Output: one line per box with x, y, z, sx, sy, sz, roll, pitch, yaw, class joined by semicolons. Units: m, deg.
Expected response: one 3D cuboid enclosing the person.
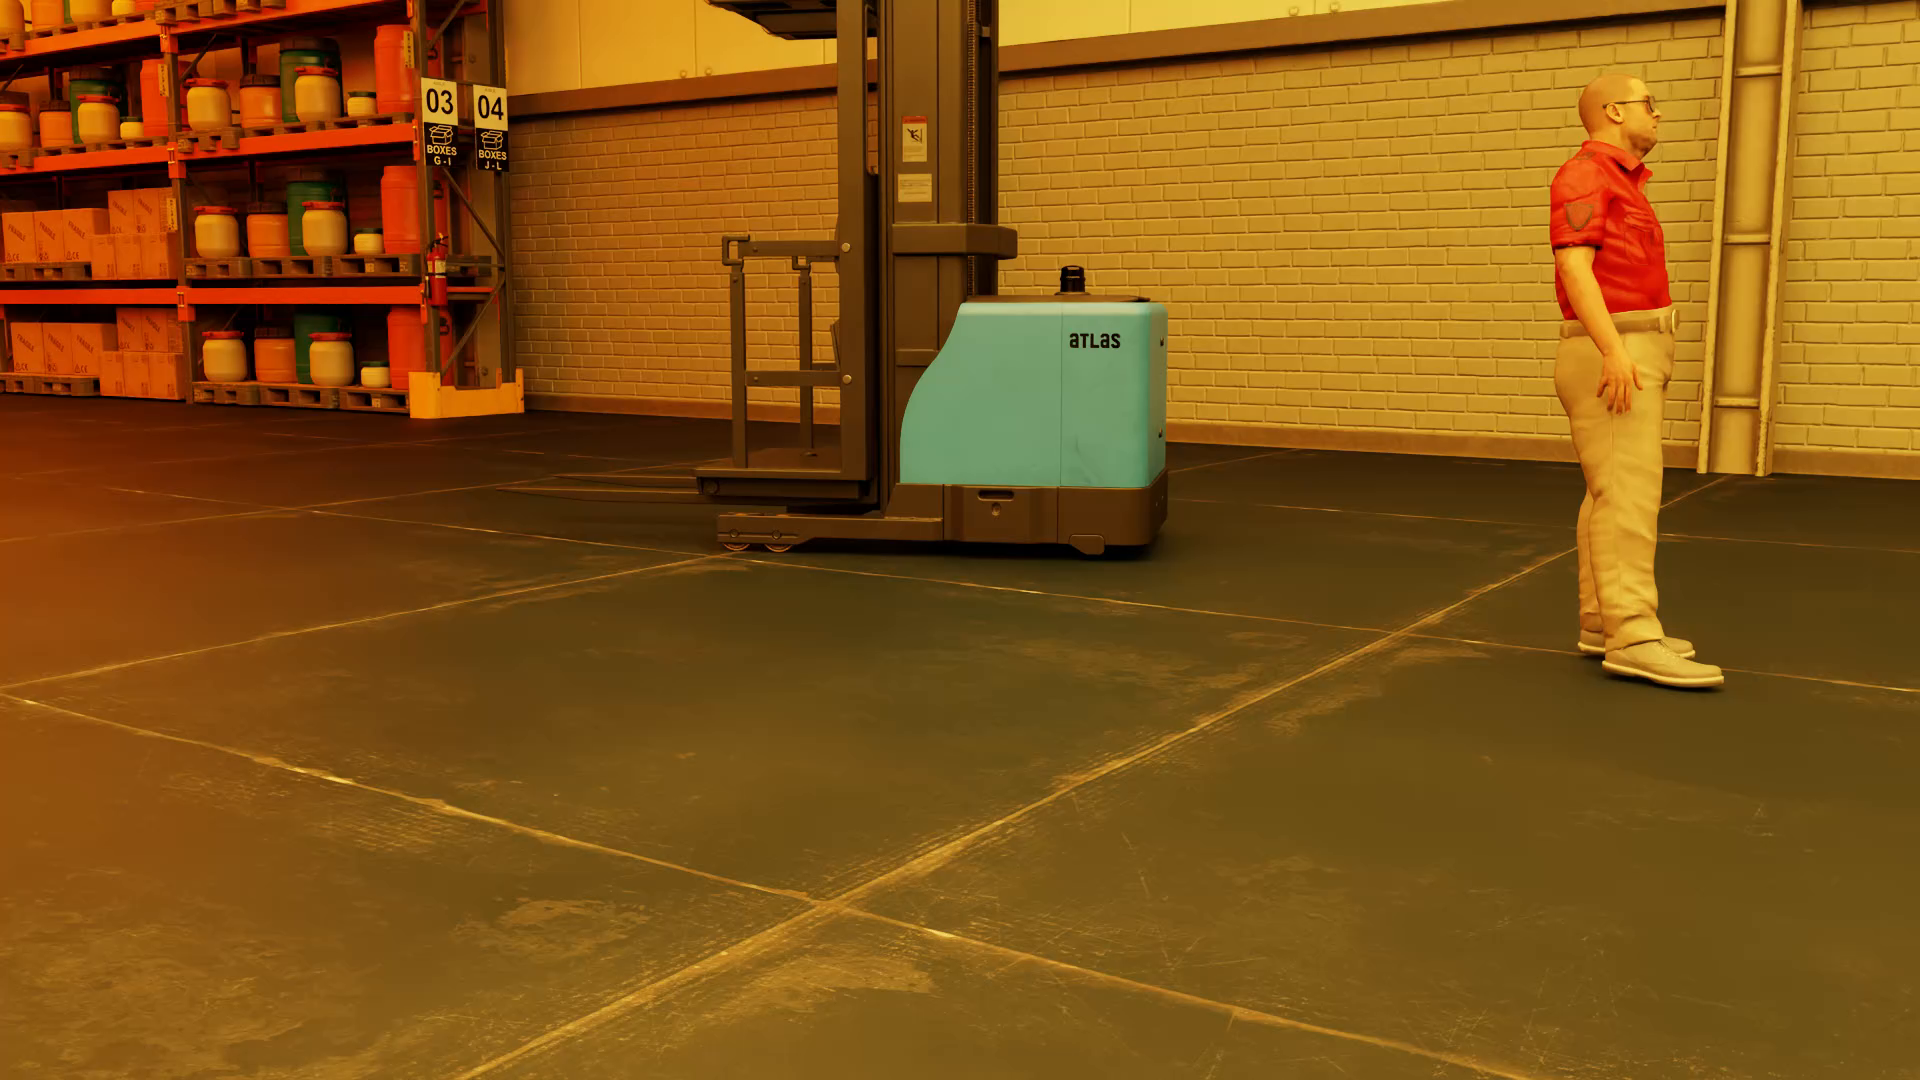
2.015;-0.492;4.870;0.551;1.727;0.640;5;9;29;person

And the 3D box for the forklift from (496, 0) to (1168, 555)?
-0.596;-1.469;7.520;3.031;2.935;1.130;2;8;12;forklift
